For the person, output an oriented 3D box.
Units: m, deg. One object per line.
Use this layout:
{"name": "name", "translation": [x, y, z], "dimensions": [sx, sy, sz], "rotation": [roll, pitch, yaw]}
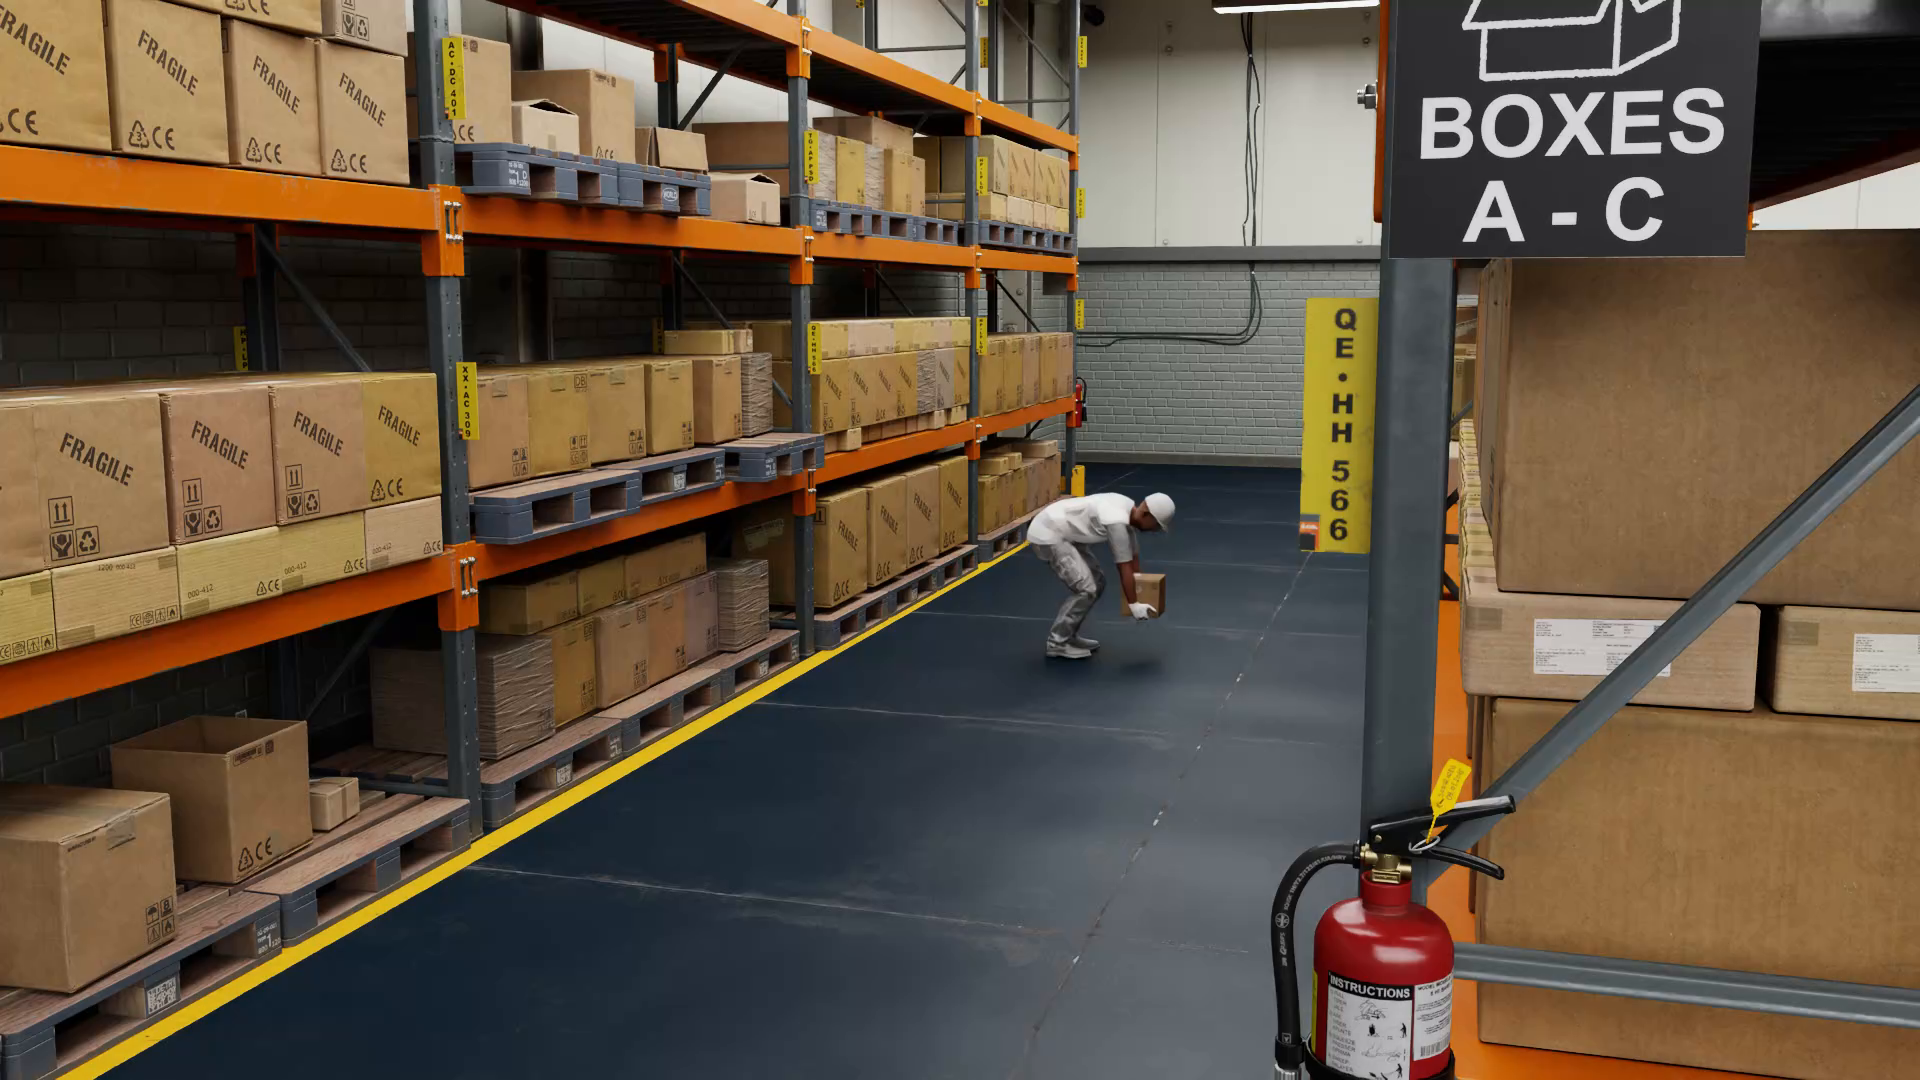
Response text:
{"name": "person", "translation": [0.935, 0.224, 11.081], "dimensions": [0.976, 1.102, 0.532], "rotation": [2, 8, 13]}
